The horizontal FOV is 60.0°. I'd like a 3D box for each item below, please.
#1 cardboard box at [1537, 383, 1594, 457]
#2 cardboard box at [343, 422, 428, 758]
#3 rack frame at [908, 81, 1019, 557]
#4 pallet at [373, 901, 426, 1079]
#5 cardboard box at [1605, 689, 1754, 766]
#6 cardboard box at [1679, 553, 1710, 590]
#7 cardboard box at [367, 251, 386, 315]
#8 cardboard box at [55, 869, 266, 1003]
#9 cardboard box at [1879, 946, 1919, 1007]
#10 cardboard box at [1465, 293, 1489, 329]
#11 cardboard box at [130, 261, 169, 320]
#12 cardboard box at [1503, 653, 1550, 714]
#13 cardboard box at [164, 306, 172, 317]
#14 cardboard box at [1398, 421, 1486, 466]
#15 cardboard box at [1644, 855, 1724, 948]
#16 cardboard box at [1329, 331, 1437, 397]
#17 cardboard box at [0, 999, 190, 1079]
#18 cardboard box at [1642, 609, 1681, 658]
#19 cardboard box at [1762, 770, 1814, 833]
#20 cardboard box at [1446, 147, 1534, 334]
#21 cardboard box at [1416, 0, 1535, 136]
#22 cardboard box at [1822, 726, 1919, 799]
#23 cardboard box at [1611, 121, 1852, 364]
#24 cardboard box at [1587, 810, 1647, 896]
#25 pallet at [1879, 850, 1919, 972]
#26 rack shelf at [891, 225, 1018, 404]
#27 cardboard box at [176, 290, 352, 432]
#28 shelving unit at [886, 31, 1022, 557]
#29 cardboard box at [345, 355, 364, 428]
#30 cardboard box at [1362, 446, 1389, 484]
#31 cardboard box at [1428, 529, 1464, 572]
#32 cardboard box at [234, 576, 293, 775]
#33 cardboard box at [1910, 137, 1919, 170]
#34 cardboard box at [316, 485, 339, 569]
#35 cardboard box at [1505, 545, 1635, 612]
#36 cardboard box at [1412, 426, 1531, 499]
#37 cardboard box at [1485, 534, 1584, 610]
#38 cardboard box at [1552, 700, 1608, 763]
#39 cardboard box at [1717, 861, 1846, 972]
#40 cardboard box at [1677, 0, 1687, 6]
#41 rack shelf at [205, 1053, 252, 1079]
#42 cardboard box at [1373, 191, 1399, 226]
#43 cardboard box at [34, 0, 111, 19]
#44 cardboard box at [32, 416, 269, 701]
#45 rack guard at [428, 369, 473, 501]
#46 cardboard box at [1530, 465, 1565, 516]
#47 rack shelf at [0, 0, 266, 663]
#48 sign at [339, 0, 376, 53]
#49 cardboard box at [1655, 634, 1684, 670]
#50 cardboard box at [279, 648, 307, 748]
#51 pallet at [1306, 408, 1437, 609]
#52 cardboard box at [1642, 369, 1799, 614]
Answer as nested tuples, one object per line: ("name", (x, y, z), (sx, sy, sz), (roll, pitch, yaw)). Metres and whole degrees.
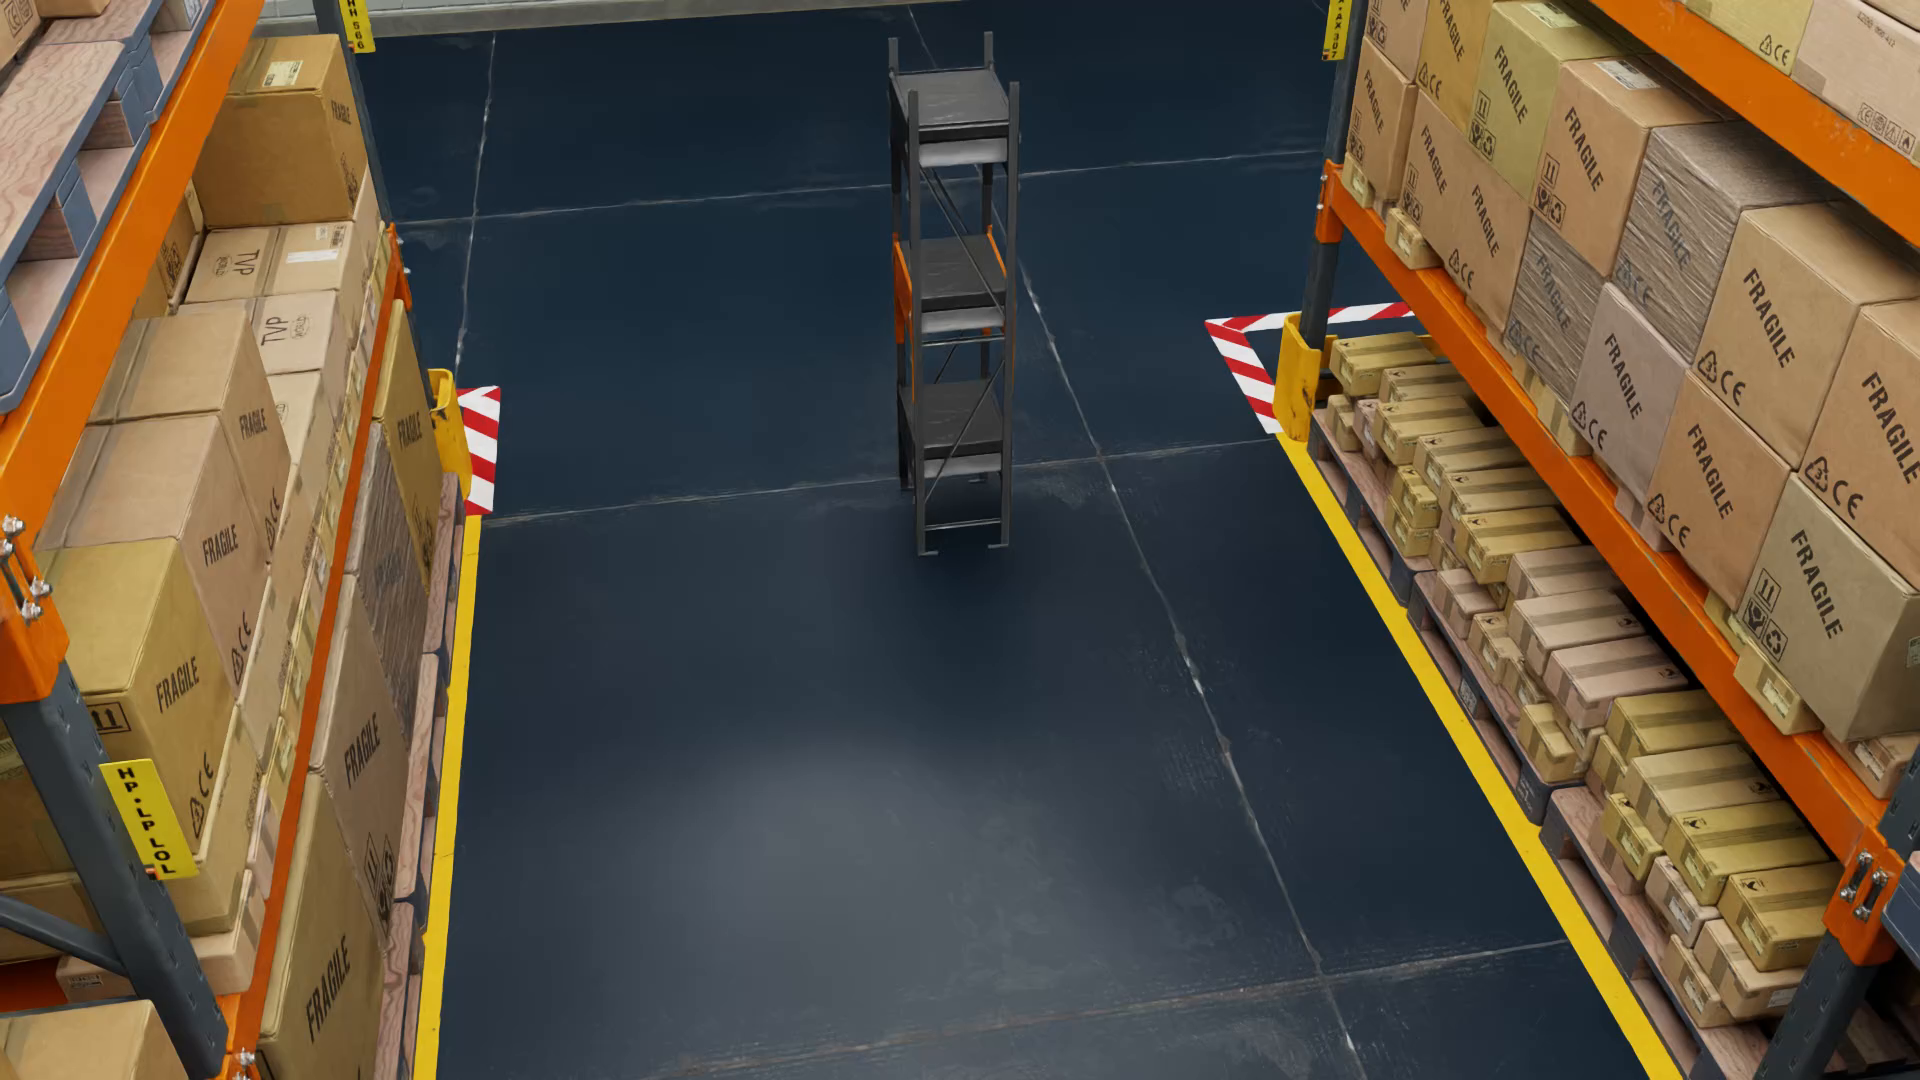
("cardboard box", (2.171, -0.421, 5.552), (0.380, 0.149, 0.250), (-6, 38, -7))
("cardboard box", (-2.455, 0.221, 5.910), (0.875, 0.875, 0.875), (-6, 38, -8))
("rack frame", (0.014, -0.782, 6.545), (0.400, 2.100, 0.015), (-6, 38, -8))
("pallet", (-2.161, 1.670, 4.929), (1.003, 0.211, 1.213), (-6, 38, -8))
("cardboard box", (2.374, 0.637, 5.481), (0.380, 0.149, 0.250), (-5, 38, -6))
("cardboard box", (2.398, 0.041, 4.957), (0.380, 0.149, 0.250), (-7, 38, -9))
("cardboard box", (-2.372, -0.944, 6.225), (0.380, 0.149, 0.250), (-6, 38, -7))
("cardboard box", (-1.829, 0.921, 3.824), (0.380, 0.149, 0.250), (-6, 38, -8))
("cardboard box", (3.049, 1.269, 5.153), (0.380, 0.149, 0.250), (-8, 39, -10))
("cardboard box", (2.113, -0.896, 6.164), (0.380, 0.149, 0.250), (-7, 38, -8))
("cardboard box", (-2.803, -0.801, 5.105), (0.500, 0.500, 0.500), (-7, 38, -9))
("cardboard box", (2.231, 0.534, 6.100), (0.380, 0.149, 0.250), (-6, 38, -7))
("cardboard box", (-2.805, -0.502, 5.331), (0.500, 0.250, 0.500), (-7, 38, -9))
("cardboard box", (2.057, -0.356, 7.002), (0.380, 0.149, 0.250), (-6, 38, -7))
("cardboard box", (2.368, 1.088, 5.143), (0.380, 0.149, 0.250), (-8, 39, -10))
("cardboard box", (1.852, -0.774, 7.298), (0.380, 0.149, 0.250), (-8, 39, -10))
("cardboard box", (-1.754, 1.250, 3.115), (0.500, 0.500, 0.500), (-6, 38, -8))
("cardboard box", (2.696, 0.265, 5.961), (0.380, 0.149, 0.250), (-8, 39, -10))
("cardboard box", (2.837, 0.866, 5.429), (0.380, 0.149, 0.250), (-6, 38, -8))
("cardboard box", (2.094, -1.091, 5.885), (0.500, 0.500, 0.500), (-6, 38, -7))
("cardboard box", (2.007, -1.800, 5.983), (0.500, 0.500, 0.500), (-5, 38, -7))
("cardboard box", (2.516, 0.516, 4.346), (0.380, 0.149, 0.250), (-7, 38, -8))
("cardboard box", (2.276, -0.865, 4.780), (0.500, 0.500, 0.500), (-5, 38, -7))
("cardboard box", (2.319, 1.005, 5.493), (0.380, 0.149, 0.250), (-7, 38, -9))
("pallet", (2.787, 1.117, 3.524), (1.003, 0.211, 1.213), (-6, 38, -8))
("rack shelf", (-0.029, -0.918, 6.743), (0.431, 0.518, 0.480), (-6, 38, -8))
("cardboard box", (-2.282, -0.560, 5.406), (0.500, 0.250, 0.500), (-7, 38, -9))
("shelving unit", (-0.029, -0.929, 6.735), (0.431, 2.100, 0.503), (-6, 38, -8))
("cardboard box", (-2.239, -0.484, 5.633), (0.380, 0.149, 0.250), (-7, 38, -9))
("cardboard box", (1.998, -0.392, 7.291), (0.380, 0.149, 0.250), (-6, 38, -8))
("cardboard box", (2.124, 0.067, 6.700), (0.380, 0.149, 0.250), (-6, 38, -8))
("cardboard box", (-2.011, 0.365, 4.215), (0.500, 0.250, 0.500), (-6, 38, -8))
("cardboard box", (2.444, -0.829, 3.549), (0.500, 0.250, 0.500), (-5, 38, -7))
("cardboard box", (-2.104, -0.020, 5.036), (0.380, 0.149, 0.250), (-7, 38, -9))
("cardboard box", (2.241, 0.160, 6.095), (0.380, 0.149, 0.250), (-6, 38, -8))
("cardboard box", (2.062, -0.314, 6.705), (0.380, 0.149, 0.250), (-8, 39, -10))
("cardboard box", (2.223, 0.120, 6.389), (0.380, 0.149, 0.250), (-4, 38, -6))
("cardboard box", (2.293, 0.614, 5.753), (0.380, 0.149, 0.250), (-5, 38, -7))
("cardboard box", (2.478, 1.102, 4.883), (0.380, 0.149, 0.250), (-5, 38, -7))
("cardboard box", (2.193, -1.738, 4.719), (0.500, 0.250, 0.500), (-6, 38, -8))
("rack shelf", (-1.754, 2.528, 2.137), (1.077, 0.370, 4.000), (-6, 38, -8))
("cardboard box", (1.914, -1.373, 6.777), (0.380, 0.149, 0.250), (-5, 38, -6))
("cardboard box", (-2.343, -1.516, 3.806), (0.700, 0.500, 0.500), (-5, 38, -6))
("cardboard box", (-2.016, 0.067, 3.988), (0.500, 0.500, 0.500), (-6, 38, -8))
("rack guard", (-2.810, -0.407, 7.367), (1.175, 0.500, 0.348), (-6, 38, -8))
("cardboard box", (2.507, -0.235, 6.846), (0.380, 0.149, 0.250), (-7, 38, -8))
("rack shelf", (-2.455, -1.072, 4.327), (1.077, 0.370, 4.000), (-6, 38, -8))
("sign", (-2.269, -1.981, 6.218), (0.100, 0.325, 0.005), (-6, 38, -8))
("cardboard box", (2.785, 0.375, 6.061), (0.380, 0.149, 0.250), (-7, 38, -8))
("cardboard box", (-1.970, 0.445, 4.438), (0.380, 0.149, 0.250), (-7, 38, -9))
("pallet", (2.216, -0.211, 7.349), (1.003, 0.211, 1.213), (-6, 38, -8))
("cardboard box", (2.343, -0.169, 4.698), (0.500, 0.500, 0.500), (-7, 38, -9))
